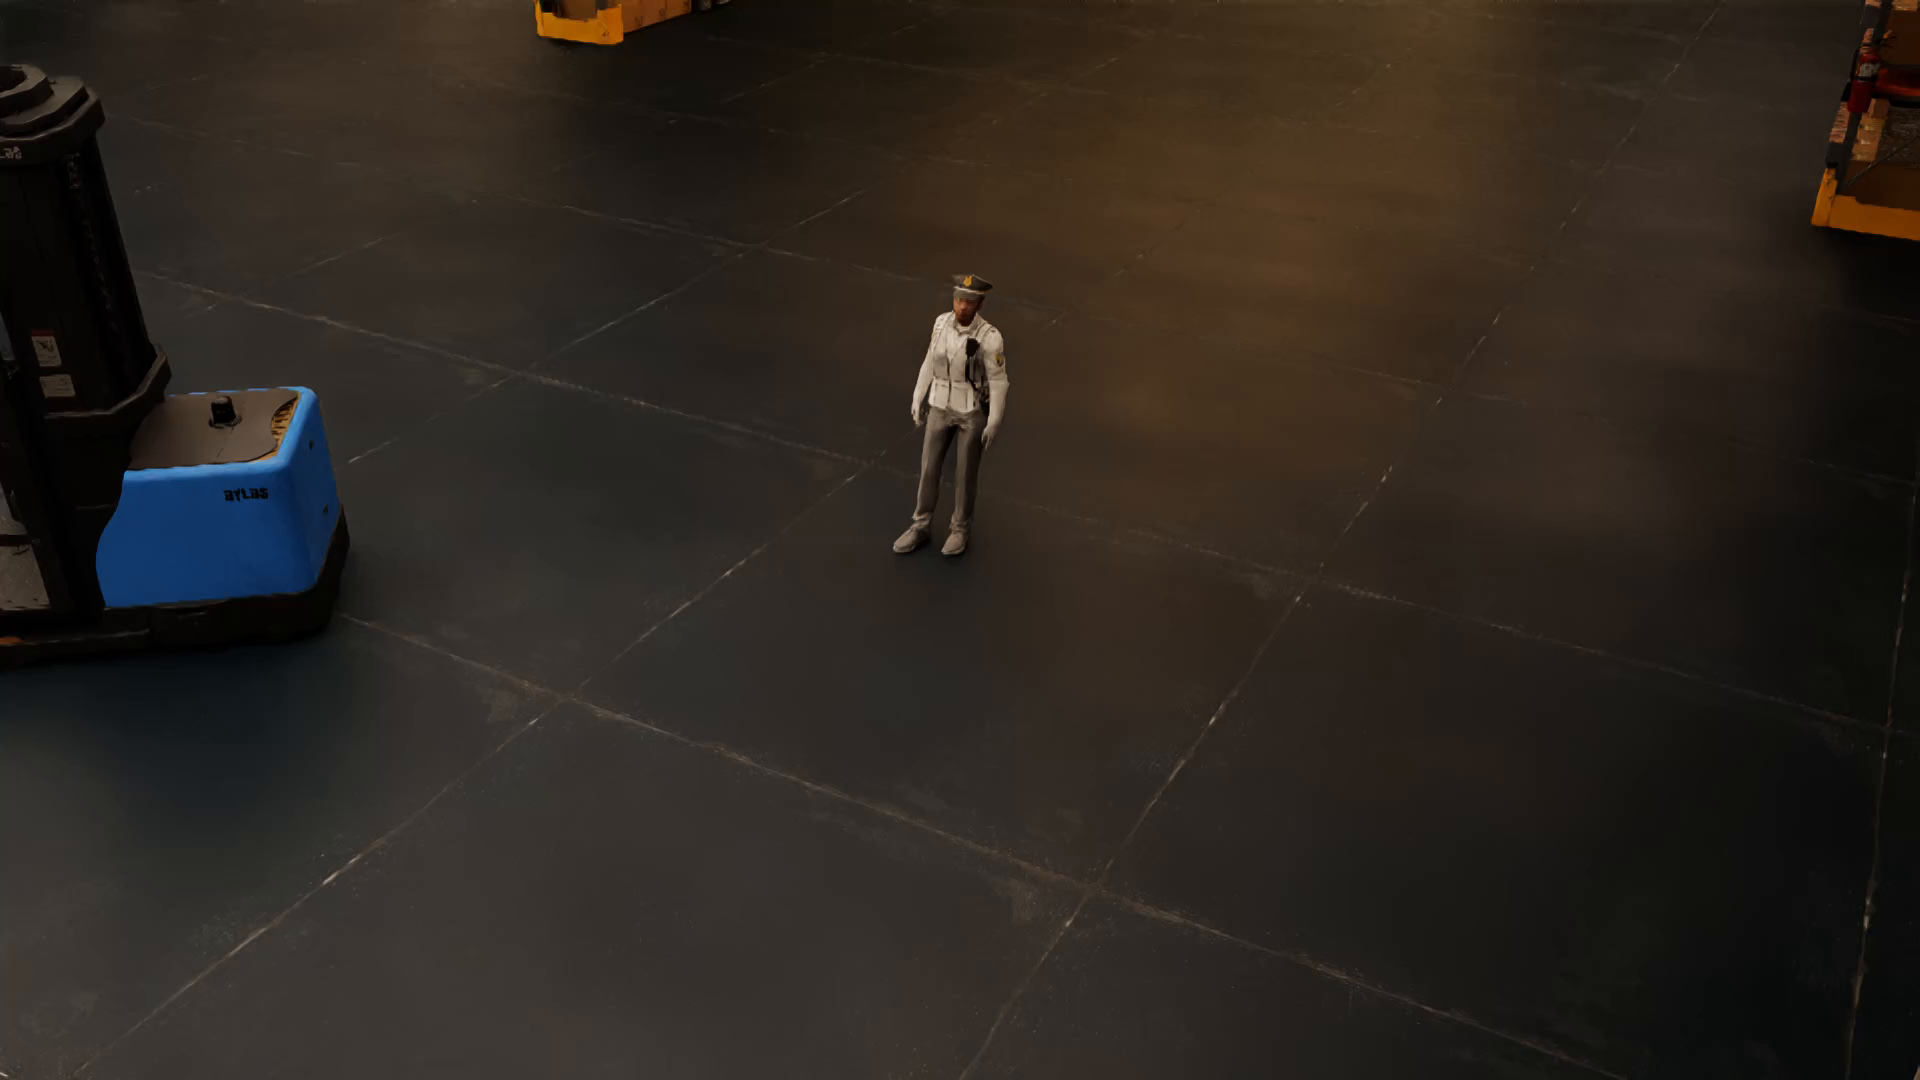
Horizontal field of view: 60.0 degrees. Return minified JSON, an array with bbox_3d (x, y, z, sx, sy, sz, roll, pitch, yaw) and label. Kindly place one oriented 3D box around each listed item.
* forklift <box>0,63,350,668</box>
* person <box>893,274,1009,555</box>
[{"bbox_3d":[-5.030,-0.859,8.560,3.031,2.935,1.130,-5,30,-8],"label":"forklift"},{"bbox_3d":[-0.039,-0.712,9.527,0.586,1.695,0.532,15,33,25],"label":"person"}]
